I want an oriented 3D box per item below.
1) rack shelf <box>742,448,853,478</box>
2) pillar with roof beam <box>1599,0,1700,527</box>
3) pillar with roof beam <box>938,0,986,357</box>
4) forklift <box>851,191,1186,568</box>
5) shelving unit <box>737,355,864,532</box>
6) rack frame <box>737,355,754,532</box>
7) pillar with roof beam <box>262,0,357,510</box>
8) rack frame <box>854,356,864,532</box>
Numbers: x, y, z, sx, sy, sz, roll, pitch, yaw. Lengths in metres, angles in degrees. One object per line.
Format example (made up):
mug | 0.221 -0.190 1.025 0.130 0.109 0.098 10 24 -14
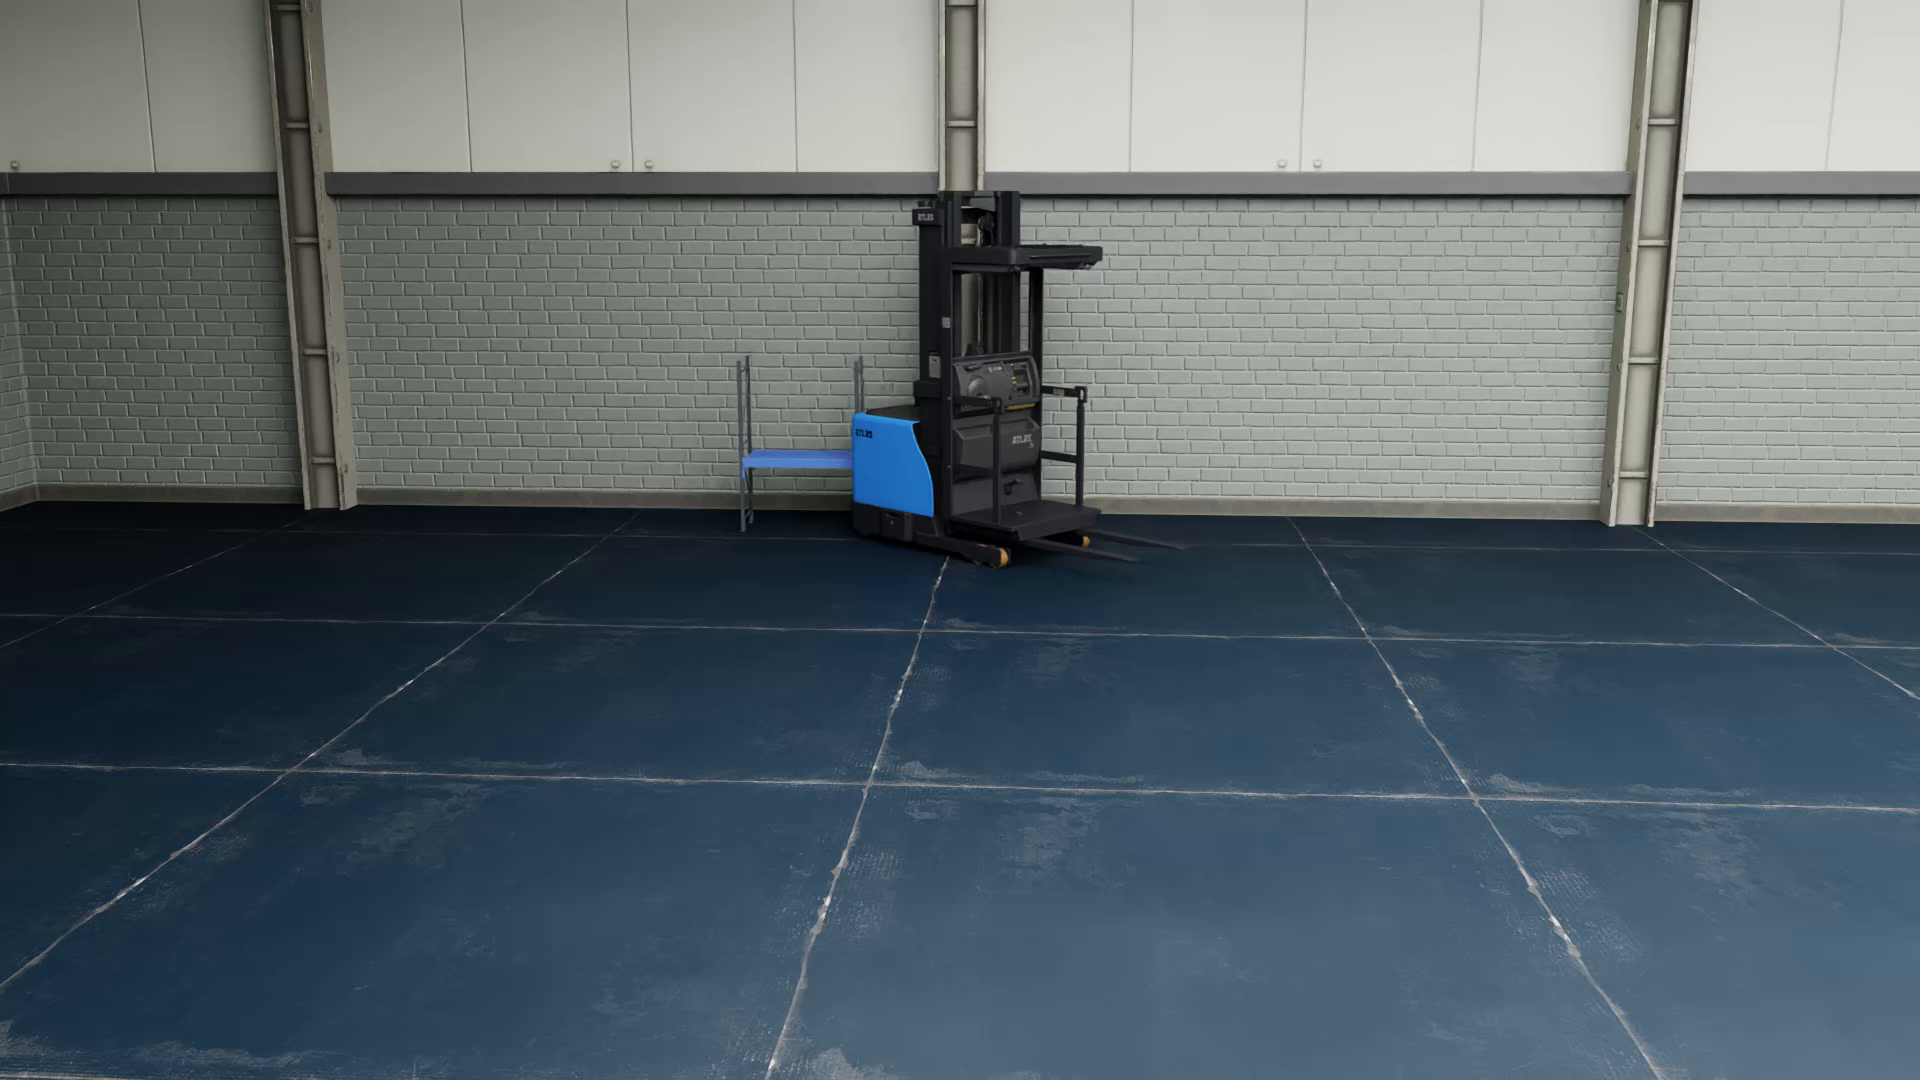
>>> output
rack shelf | -1.391 -0.679 14.729 1.000 0.185 0.538 0 12 2
pillar with roof beam | 5.719 -3.679 9.877 0.400 9.000 9.100 1 12 4
pillar with roof beam | -0.267 -3.761 10.269 0.400 9.000 9.100 1 12 4
forklift | 0.455 -1.328 13.457 1.130 2.935 3.031 -12 16 -44
shelving unit | -1.391 -0.855 14.692 1.048 1.500 0.538 0 12 2
rack frame | -1.899 -0.859 14.709 0.032 1.500 0.500 0 12 2
pillar with roof beam | -6.254 -3.843 10.662 0.400 9.000 9.100 1 12 4
rack frame | -0.883 -0.851 14.674 0.032 1.500 0.500 0 12 2
